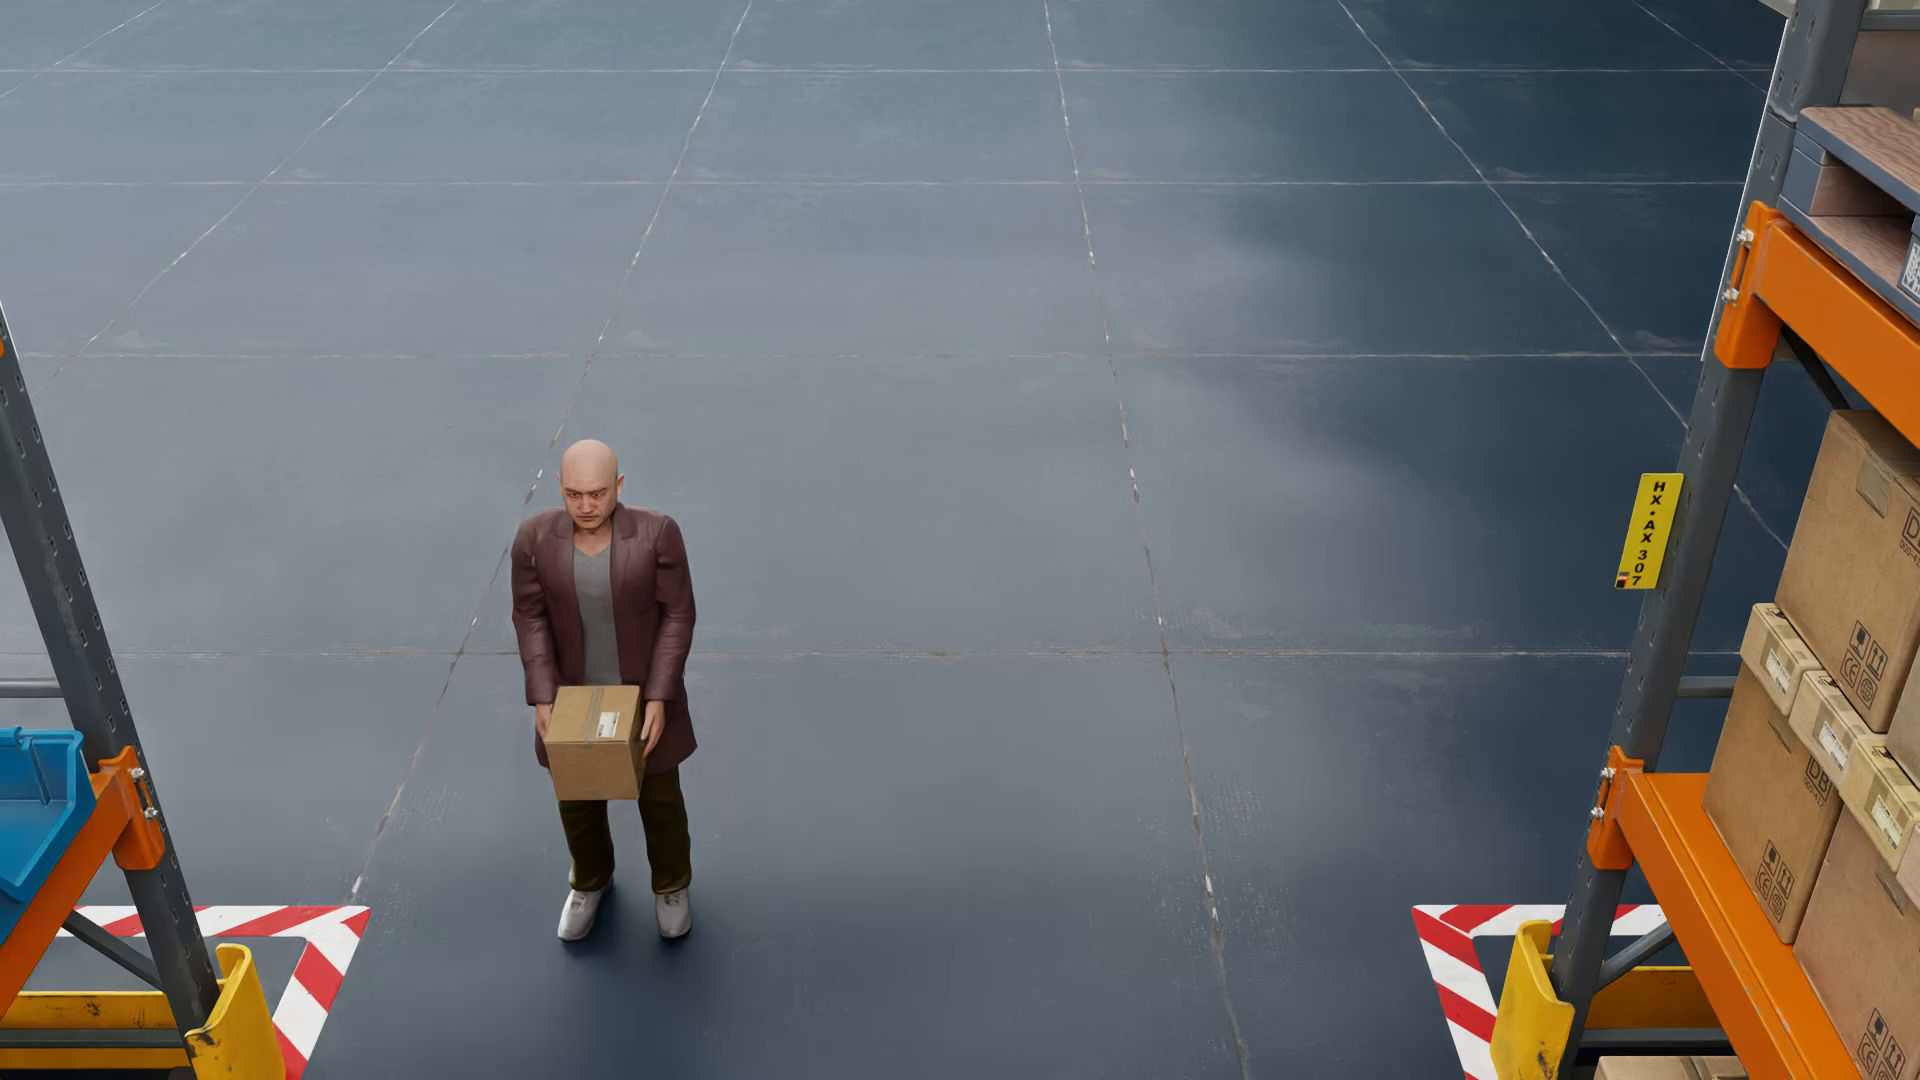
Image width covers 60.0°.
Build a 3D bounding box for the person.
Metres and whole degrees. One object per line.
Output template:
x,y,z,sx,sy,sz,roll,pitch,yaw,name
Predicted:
-1.112,0.516,5.285,0.572,1.782,0.479,-1,31,-1,person
